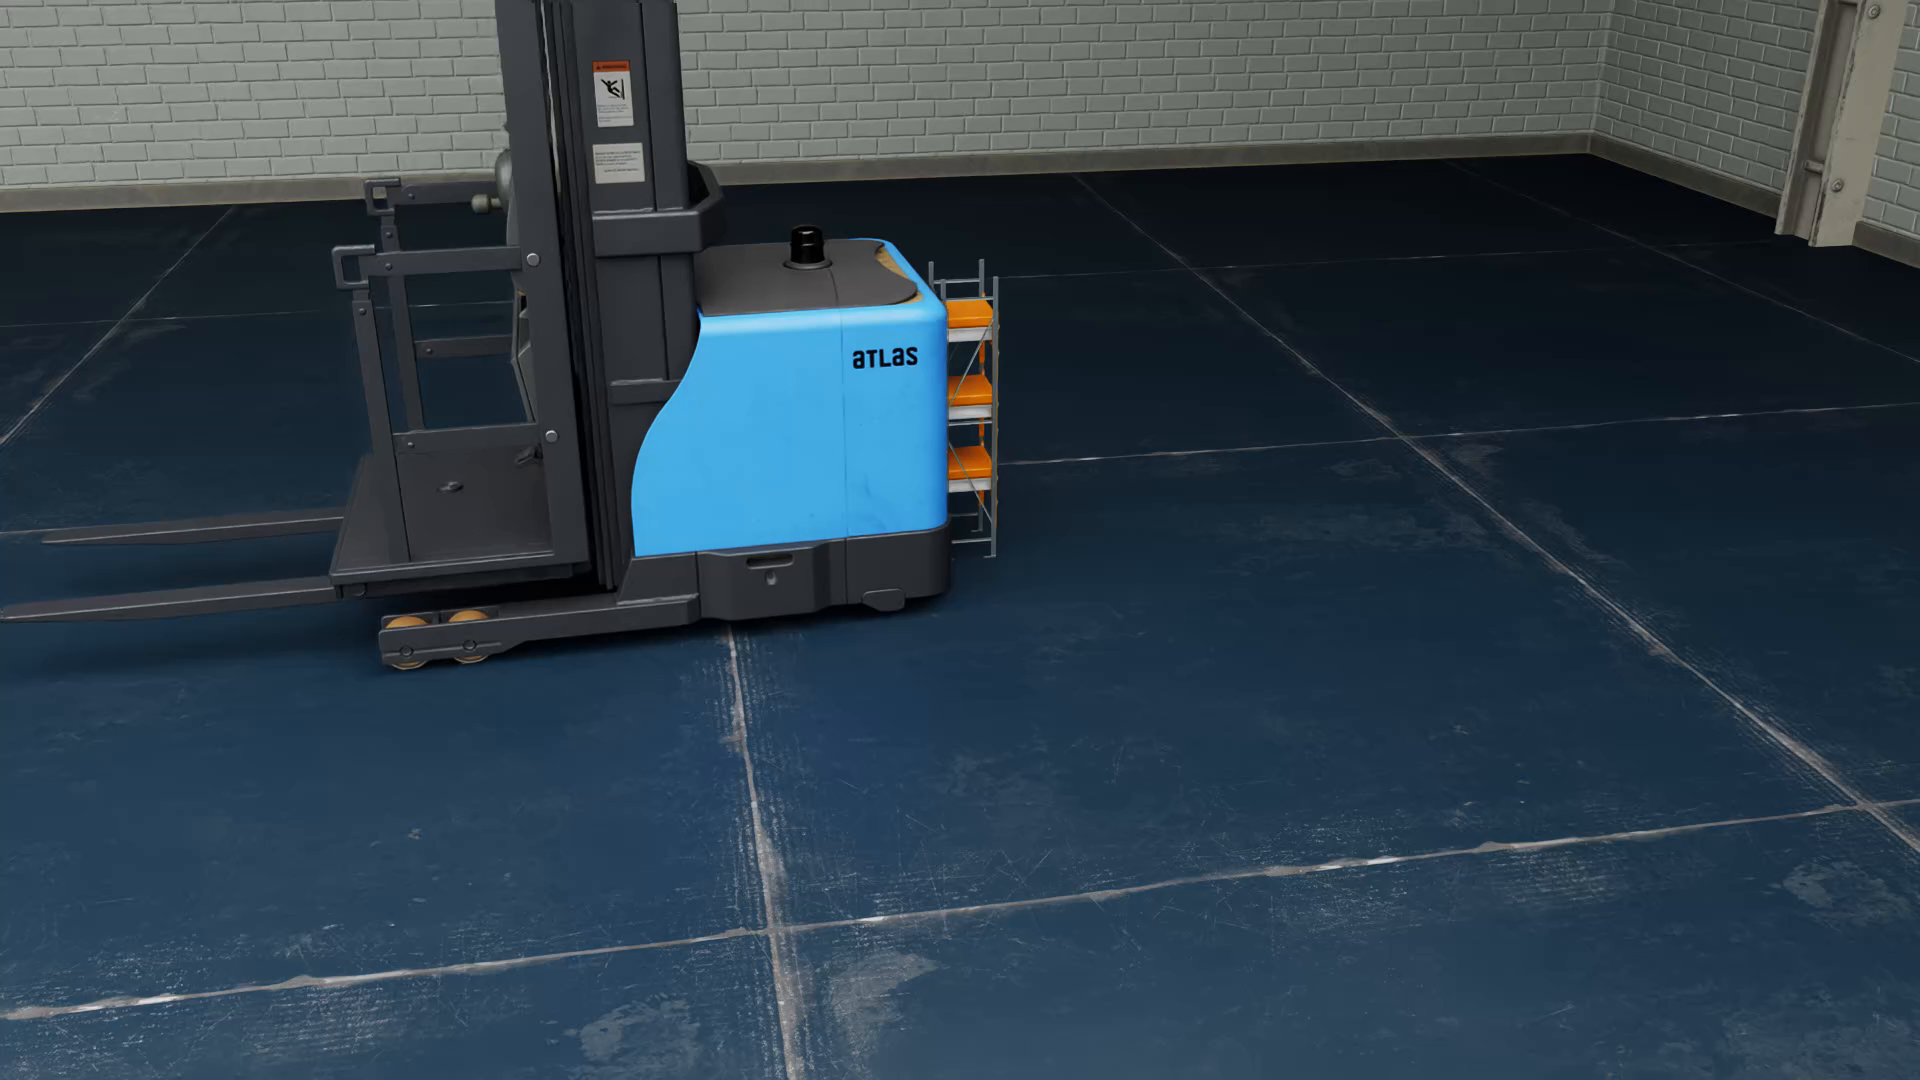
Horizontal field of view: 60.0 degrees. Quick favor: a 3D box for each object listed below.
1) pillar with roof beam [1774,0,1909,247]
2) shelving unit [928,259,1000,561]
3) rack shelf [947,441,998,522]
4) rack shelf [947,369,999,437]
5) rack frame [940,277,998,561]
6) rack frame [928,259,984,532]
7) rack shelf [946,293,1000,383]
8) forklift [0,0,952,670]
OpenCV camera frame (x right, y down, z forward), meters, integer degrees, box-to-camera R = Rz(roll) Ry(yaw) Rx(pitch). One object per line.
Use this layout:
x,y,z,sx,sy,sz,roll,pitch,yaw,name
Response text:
1.259,-5.742,8.153,9.100,9.000,0.400,-4,24,-10,pillar with roof beam
0.010,-0.460,5.992,0.215,1.050,0.252,-4,24,-10,shelving unit
0.010,-0.196,6.107,0.215,0.259,0.240,-4,24,-10,rack shelf
0.010,-0.450,5.996,0.215,0.259,0.240,-4,24,-10,rack shelf
0.032,-0.412,5.882,0.200,1.050,0.008,-4,24,-10,rack frame
-0.013,-0.508,6.102,0.200,1.050,0.008,-4,24,-10,rack frame
0.010,-0.710,5.882,0.215,0.259,0.240,-4,24,-10,rack shelf
-1.602,-1.162,5.249,3.031,2.935,1.130,-5,24,-12,forklift
